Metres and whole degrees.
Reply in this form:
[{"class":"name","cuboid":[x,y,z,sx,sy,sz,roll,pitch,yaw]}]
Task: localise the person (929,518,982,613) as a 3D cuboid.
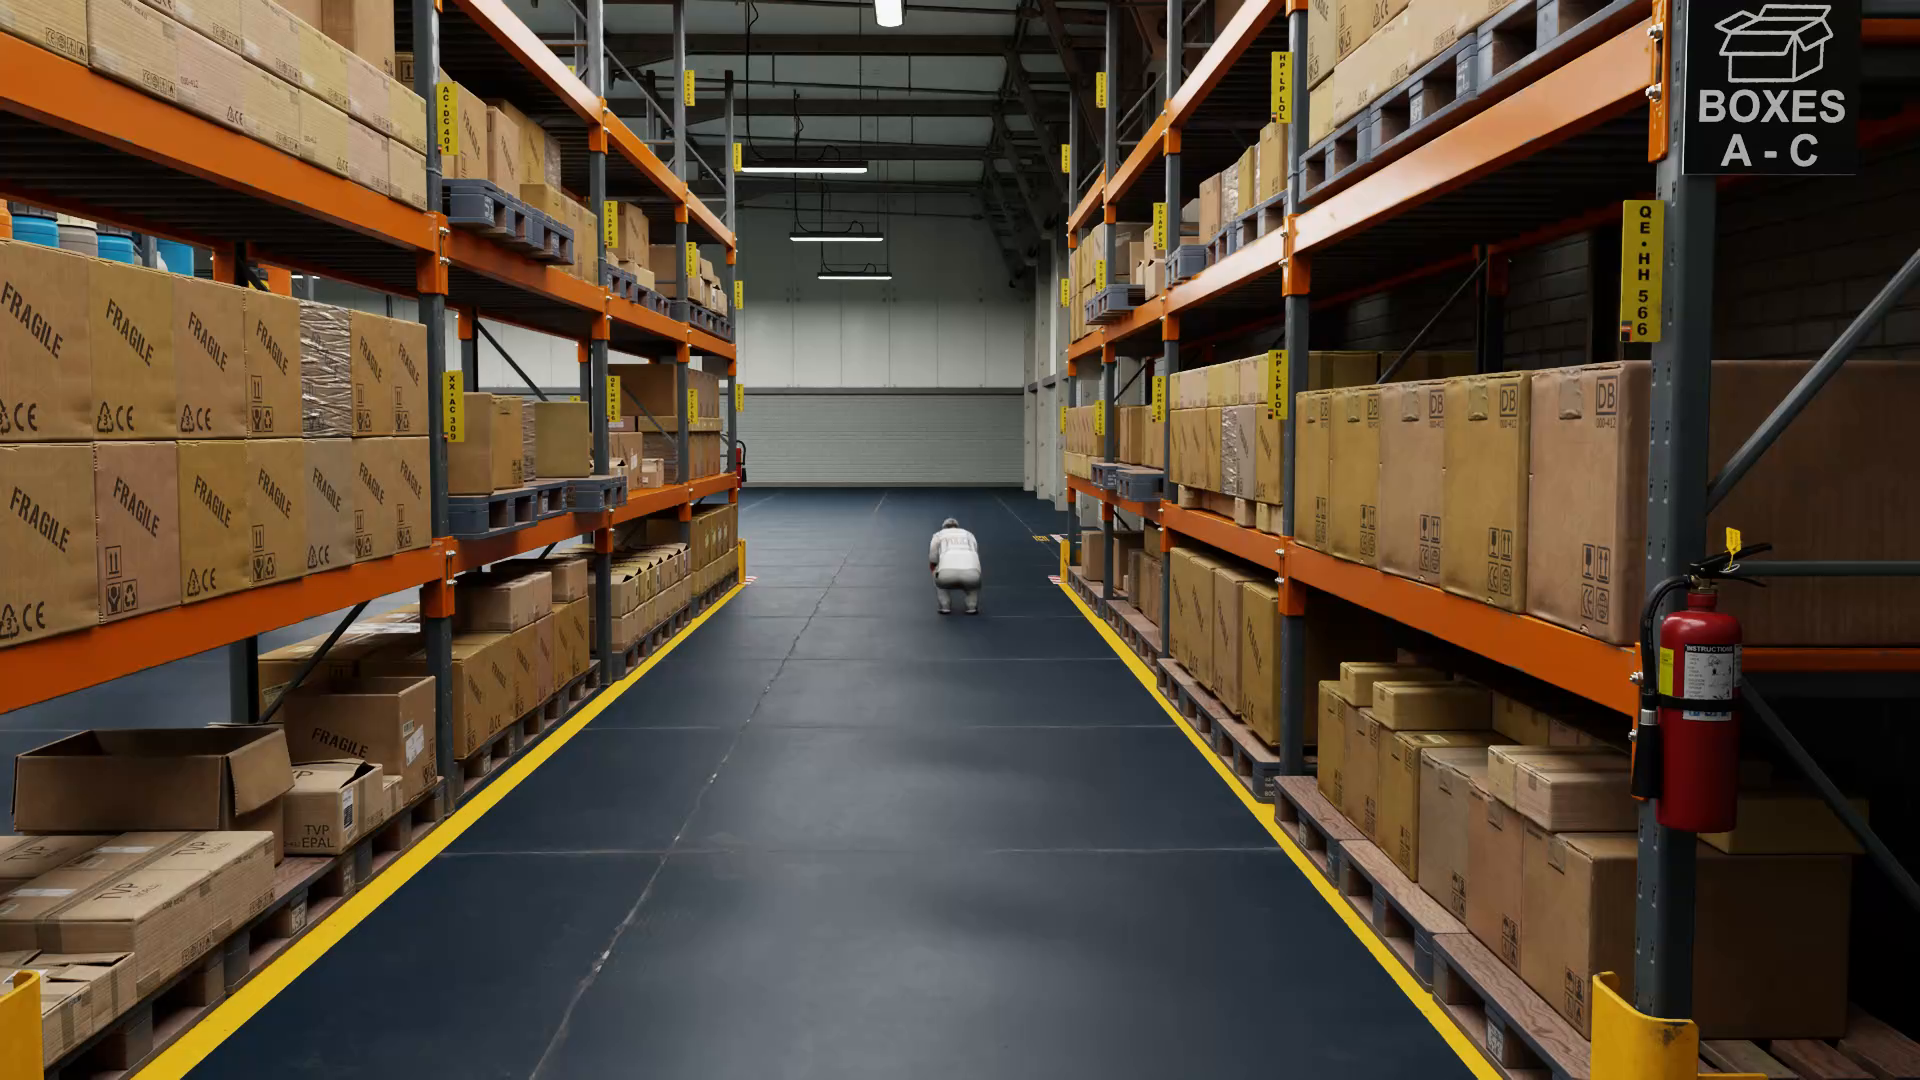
[{"class":"person","cuboid":[-0.039,0.262,16.655,0.536,0.930,0.852,0,4,-1]}]
